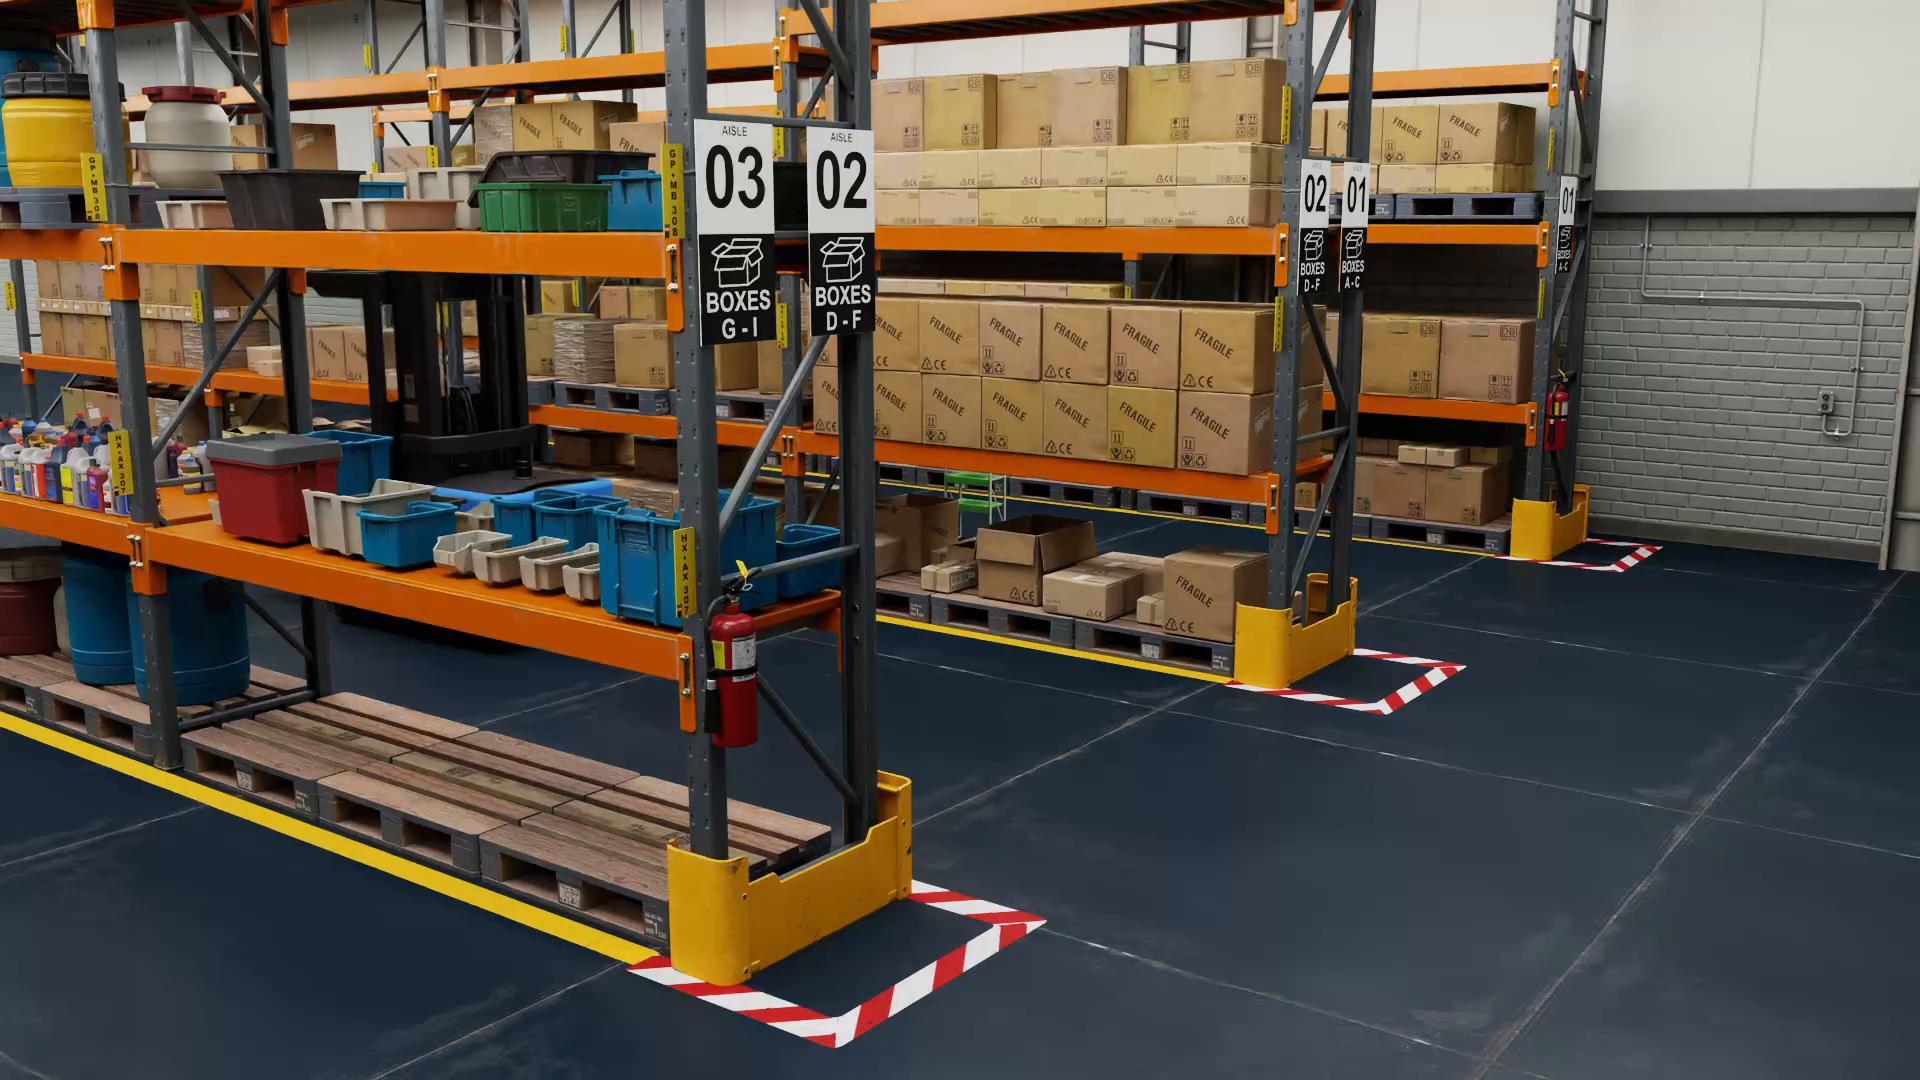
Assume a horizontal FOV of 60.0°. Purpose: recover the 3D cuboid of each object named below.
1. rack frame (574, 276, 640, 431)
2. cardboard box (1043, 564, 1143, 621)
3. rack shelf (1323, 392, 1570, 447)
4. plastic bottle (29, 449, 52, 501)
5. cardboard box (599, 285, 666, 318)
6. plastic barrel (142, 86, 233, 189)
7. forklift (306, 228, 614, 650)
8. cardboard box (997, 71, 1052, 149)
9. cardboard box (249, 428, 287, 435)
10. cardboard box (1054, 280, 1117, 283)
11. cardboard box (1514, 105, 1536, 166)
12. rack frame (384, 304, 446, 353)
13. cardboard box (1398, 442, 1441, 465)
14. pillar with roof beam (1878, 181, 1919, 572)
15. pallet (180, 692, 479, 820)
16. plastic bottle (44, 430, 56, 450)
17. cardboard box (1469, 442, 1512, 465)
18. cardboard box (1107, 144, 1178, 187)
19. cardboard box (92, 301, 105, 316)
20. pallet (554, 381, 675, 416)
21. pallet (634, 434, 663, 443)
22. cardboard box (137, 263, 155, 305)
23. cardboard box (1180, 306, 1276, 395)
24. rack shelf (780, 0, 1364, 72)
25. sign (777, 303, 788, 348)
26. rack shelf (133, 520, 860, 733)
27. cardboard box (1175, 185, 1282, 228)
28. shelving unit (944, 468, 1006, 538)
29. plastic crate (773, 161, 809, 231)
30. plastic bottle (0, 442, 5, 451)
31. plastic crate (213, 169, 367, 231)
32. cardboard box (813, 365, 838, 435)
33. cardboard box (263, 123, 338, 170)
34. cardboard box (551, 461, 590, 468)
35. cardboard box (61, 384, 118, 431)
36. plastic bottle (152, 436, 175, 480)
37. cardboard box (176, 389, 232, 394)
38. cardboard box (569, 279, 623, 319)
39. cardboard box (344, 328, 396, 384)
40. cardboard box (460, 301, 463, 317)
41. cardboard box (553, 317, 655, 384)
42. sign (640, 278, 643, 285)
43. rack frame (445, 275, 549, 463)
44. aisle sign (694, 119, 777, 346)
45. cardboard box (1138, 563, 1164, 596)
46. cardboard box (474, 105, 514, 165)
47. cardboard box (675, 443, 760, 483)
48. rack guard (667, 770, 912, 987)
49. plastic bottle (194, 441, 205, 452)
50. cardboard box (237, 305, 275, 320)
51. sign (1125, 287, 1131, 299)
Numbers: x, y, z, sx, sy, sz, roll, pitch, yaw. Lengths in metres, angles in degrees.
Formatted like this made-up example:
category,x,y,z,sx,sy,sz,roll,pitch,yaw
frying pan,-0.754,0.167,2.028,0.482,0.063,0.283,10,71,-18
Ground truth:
category,x,y,z,sx,sy,sz,roll,pitch,yaw
rack frame,-4.501,-2.753,21.360,0.127,3.000,1.000,8,13,36
cardboard box,0.910,0.355,11.381,0.500,0.250,0.500,8,13,36
rack shelf,3.559,-1.275,15.617,4.000,0.370,1.077,8,13,36
plastic bottle,-5.127,-0.368,9.362,0.135,0.276,0.152,8,13,36
cardboard box,-4.111,-2.955,20.986,0.500,0.500,0.700,8,14,36
plastic barrel,-4.193,-2.180,9.038,0.433,0.535,0.433,0,11,0
forklift,-3.894,-0.901,11.972,3.031,2.935,1.130,8,13,35
cardboard box,0.651,-2.892,11.289,0.500,0.500,0.700,8,13,36
cardboard box,-6.844,-0.984,16.874,0.500,0.311,0.500,8,13,35
cardboard box,1.305,-2.576,17.373,0.500,0.250,0.500,8,14,36
cardboard box,4.726,-3.545,14.611,0.500,0.500,0.500,7,13,33
rack frame,-7.725,-3.202,23.685,0.127,3.000,1.000,8,13,36
cardboard box,4.130,-0.779,14.929,0.250,0.149,0.380,8,14,37
pillar with roof beam,5.311,-3.519,9.526,0.400,9.000,9.100,8,13,36
pallet,-3.301,1.109,8.740,1.213,0.211,1.003,8,13,36
plastic bottle,-5.902,-0.612,10.819,0.097,0.201,0.097,0,11,0
cardboard box,4.767,-0.781,14.936,0.250,0.149,0.380,8,14,36
cardboard box,1.274,-2.364,10.534,0.500,0.250,0.500,8,13,36
cardboard box,-9.426,-2.589,18.546,0.250,0.149,0.380,8,13,35
pallet,-2.636,-1.232,14.005,1.213,0.211,1.003,8,13,36
pallet,-3.873,-1.296,21.174,1.213,0.211,1.003,8,13,36
cardboard box,-8.603,-2.842,18.143,0.500,0.500,0.700,8,13,36
cardboard box,1.720,-1.193,10.401,0.500,0.500,0.500,8,13,35
rack shelf,0.630,-3.460,11.126,4.000,0.370,1.077,8,13,36
sign,-1.308,-1.577,12.238,0.005,0.325,0.100,8,13,36
rack shelf,-2.305,0.242,7.778,4.000,0.370,1.077,8,13,36
cardboard box,1.672,-2.061,10.284,0.500,0.250,0.500,8,13,36
shelving unit,0.133,-0.570,14.820,0.503,1.200,0.258,8,13,36
plastic crate,-0.838,-1.381,6.719,0.590,0.269,0.497,8,13,36
plastic bottle,-5.604,-0.440,9.747,0.097,0.271,0.097,0,11,0
plastic crate,-3.078,-1.563,7.660,0.590,0.269,0.497,8,13,36
cardboard box,-0.733,-1.044,12.268,0.500,0.500,0.500,8,14,37
cardboard box,-6.484,-3.831,16.354,0.500,0.500,0.500,10,15,41
cardboard box,-3.313,-0.464,14.952,0.500,0.500,0.500,9,14,38
cardboard box,-9.949,-1.518,19.136,0.500,0.500,0.500,8,13,36
plastic bottle,-4.811,-0.490,9.992,0.135,0.276,0.152,8,13,36
cardboard box,-8.425,-1.431,18.687,0.500,0.500,0.500,8,13,36
cardboard box,-4.756,-3.142,21.740,0.500,0.500,0.500,8,13,34
cardboard box,-5.568,-1.779,16.066,0.500,0.500,0.500,7,13,33
cardboard box,-6.713,-3.291,22.510,0.500,0.500,0.500,7,13,34
cardboard box,-3.008,-1.614,14.105,0.700,0.500,0.500,-10,15,-42
sign,-4.175,-3.406,21.692,0.005,0.325,0.100,8,13,36
rack frame,-4.206,-1.544,15.114,0.127,3.000,1.000,8,13,36
aisle sign,-0.808,-1.110,6.026,0.004,0.787,0.394,8,13,36
cardboard box,1.569,0.329,11.515,0.500,0.250,0.500,8,13,36
cardboard box,-3.858,-3.507,14.466,0.500,0.500,0.500,8,13,36
cardboard box,-2.034,-0.655,13.969,0.500,0.250,0.500,8,14,36
rack guard,-0.666,1.341,6.781,0.348,0.500,1.175,8,13,36
plastic bottle,-4.437,-0.442,9.756,0.097,0.271,0.097,0,11,0
cardboard box,-7.532,-2.421,17.677,0.250,0.149,0.380,8,13,35
sign,1.634,-2.299,16.174,0.005,0.325,0.100,8,13,36
